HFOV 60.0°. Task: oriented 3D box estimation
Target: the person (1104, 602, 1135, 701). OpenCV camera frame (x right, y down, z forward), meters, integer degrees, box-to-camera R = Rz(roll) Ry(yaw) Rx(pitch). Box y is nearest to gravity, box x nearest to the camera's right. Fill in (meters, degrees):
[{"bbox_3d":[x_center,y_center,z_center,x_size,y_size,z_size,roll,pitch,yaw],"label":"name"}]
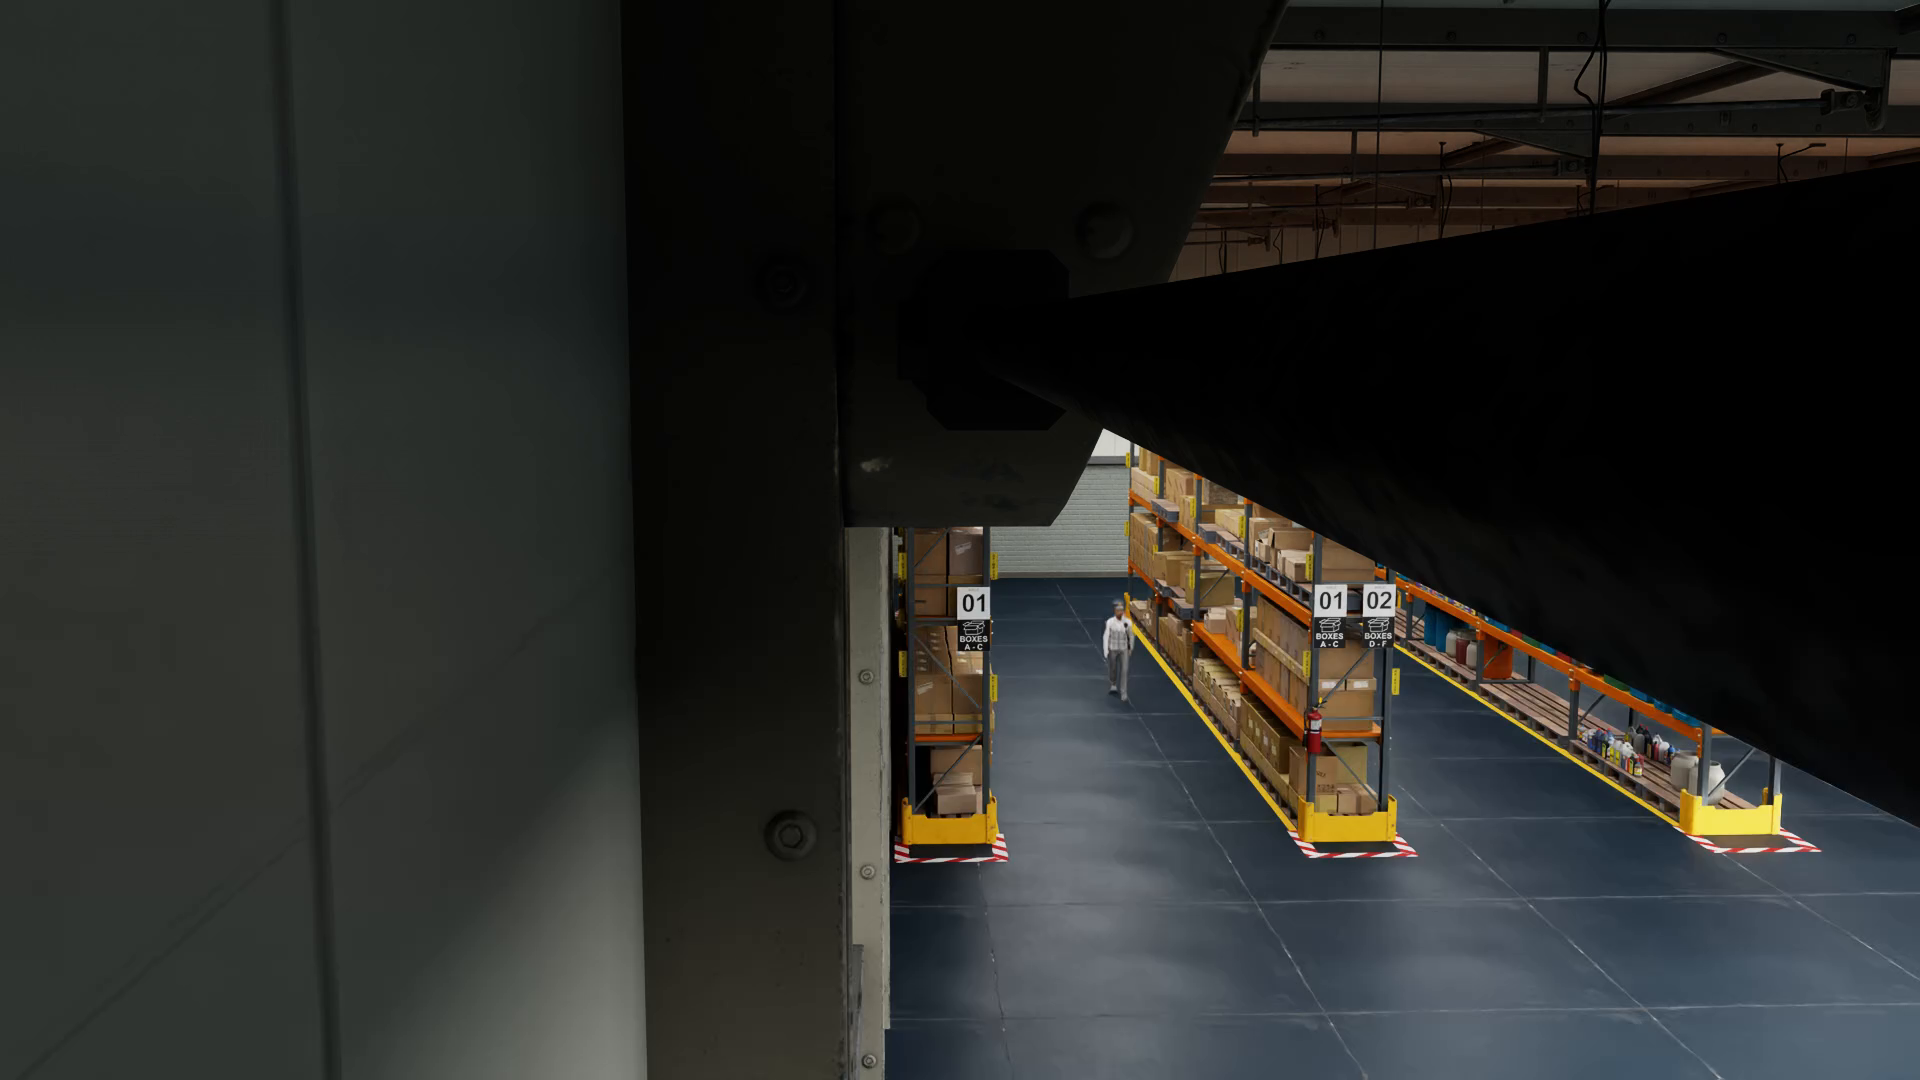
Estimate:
[{"bbox_3d":[2.721,1.862,28.422,0.543,1.619,1.024,0,7,1],"label":"person"}]
